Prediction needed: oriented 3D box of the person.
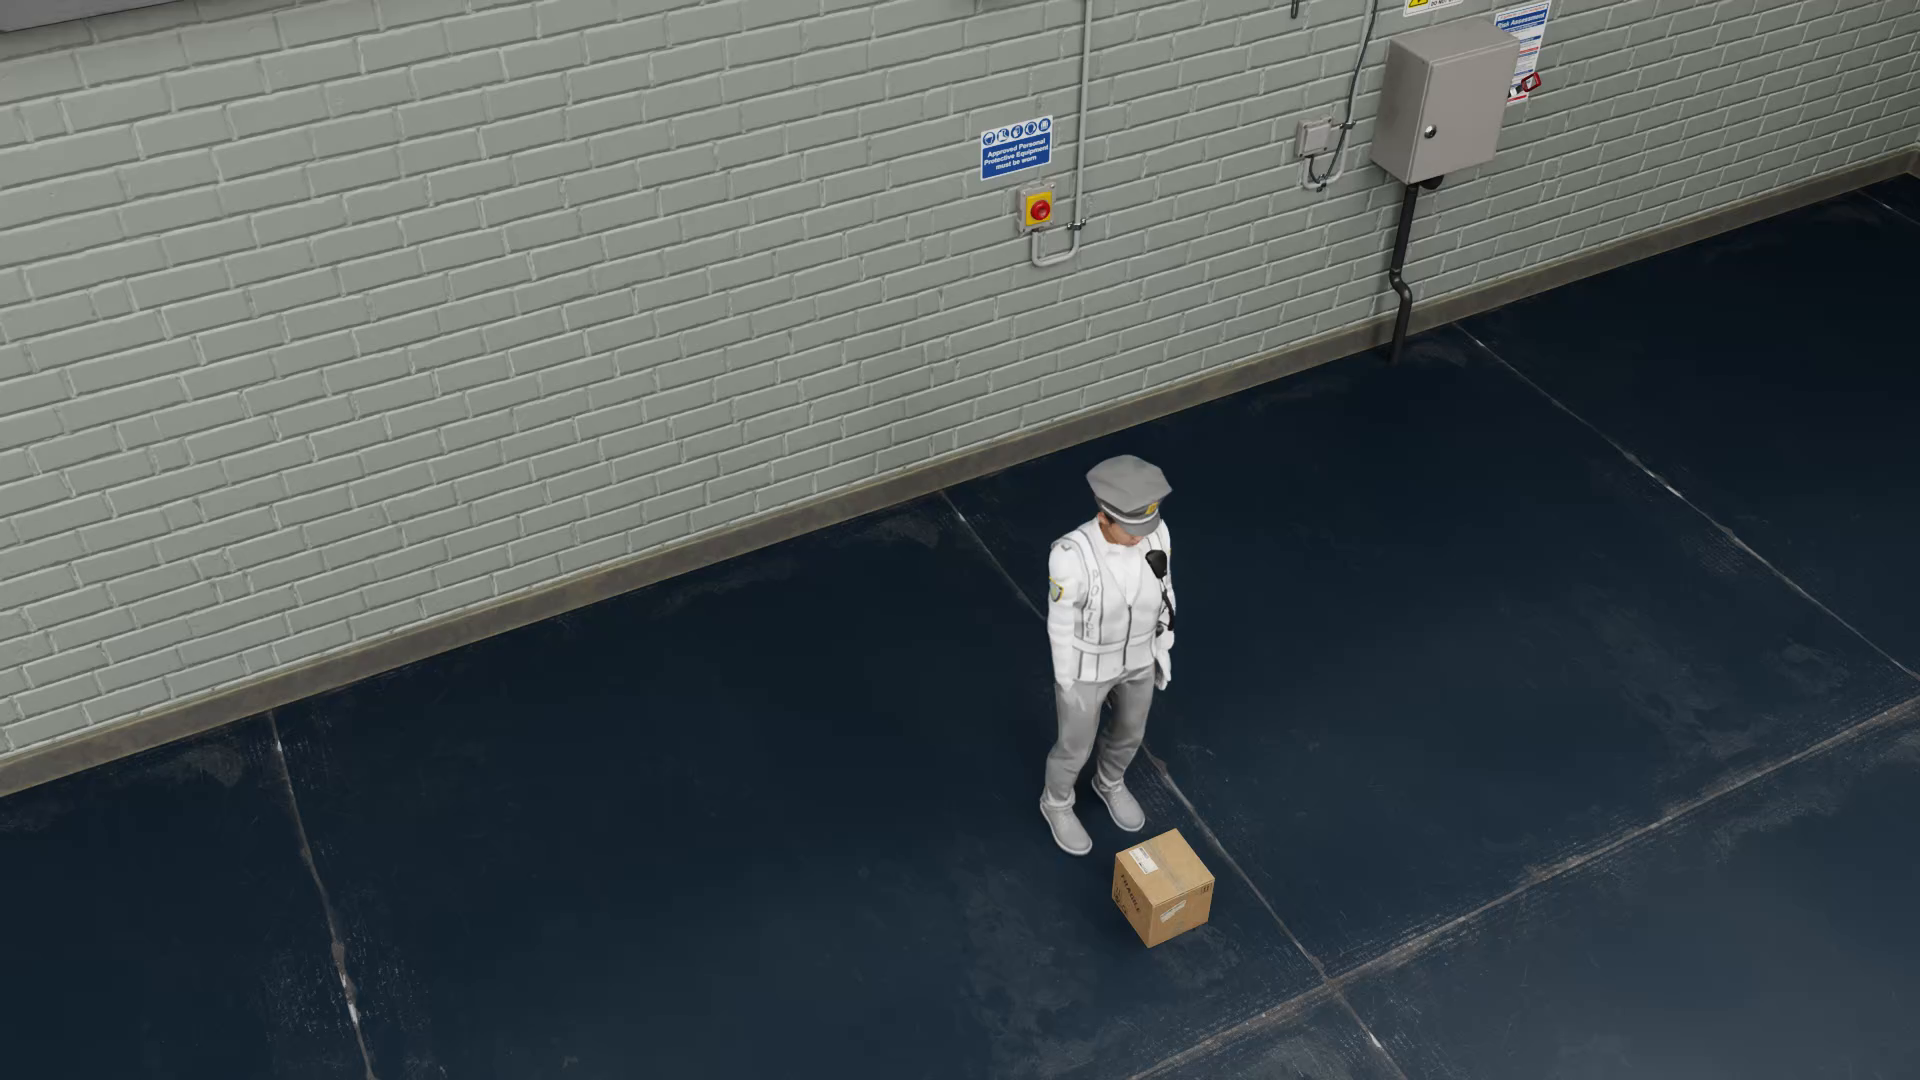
[{"bbox_3d":[0.517,0.414,5.698,0.471,1.663,0.327,-18,45,-19],"label":"person"}]
